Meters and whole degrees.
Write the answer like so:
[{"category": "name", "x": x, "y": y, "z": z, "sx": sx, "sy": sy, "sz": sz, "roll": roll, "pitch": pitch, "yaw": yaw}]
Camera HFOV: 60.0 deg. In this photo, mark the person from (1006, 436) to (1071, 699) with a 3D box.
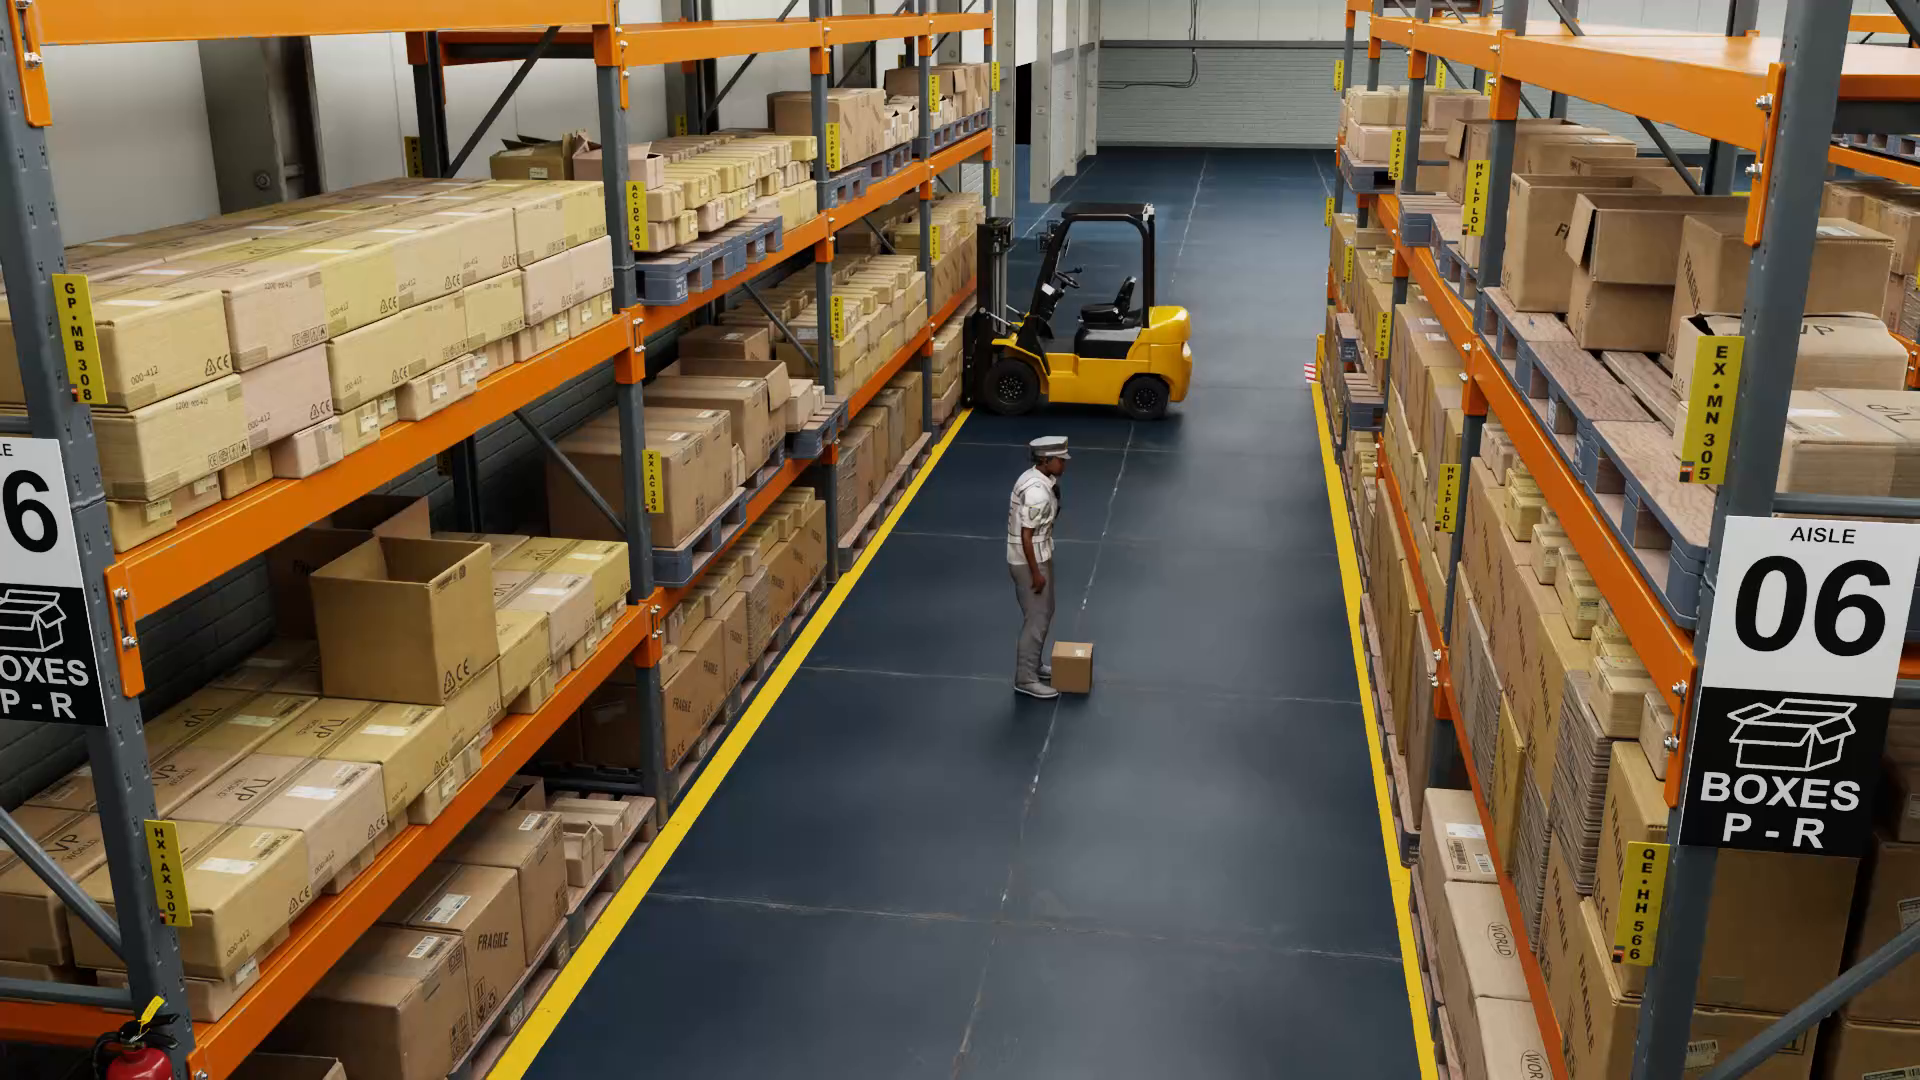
[{"category": "person", "x": 0.493, "y": 0.149, "z": 10.599, "sx": 0.393, "sy": 1.657, "sz": 0.505, "roll": 3, "pitch": 18, "yaw": 10}]
